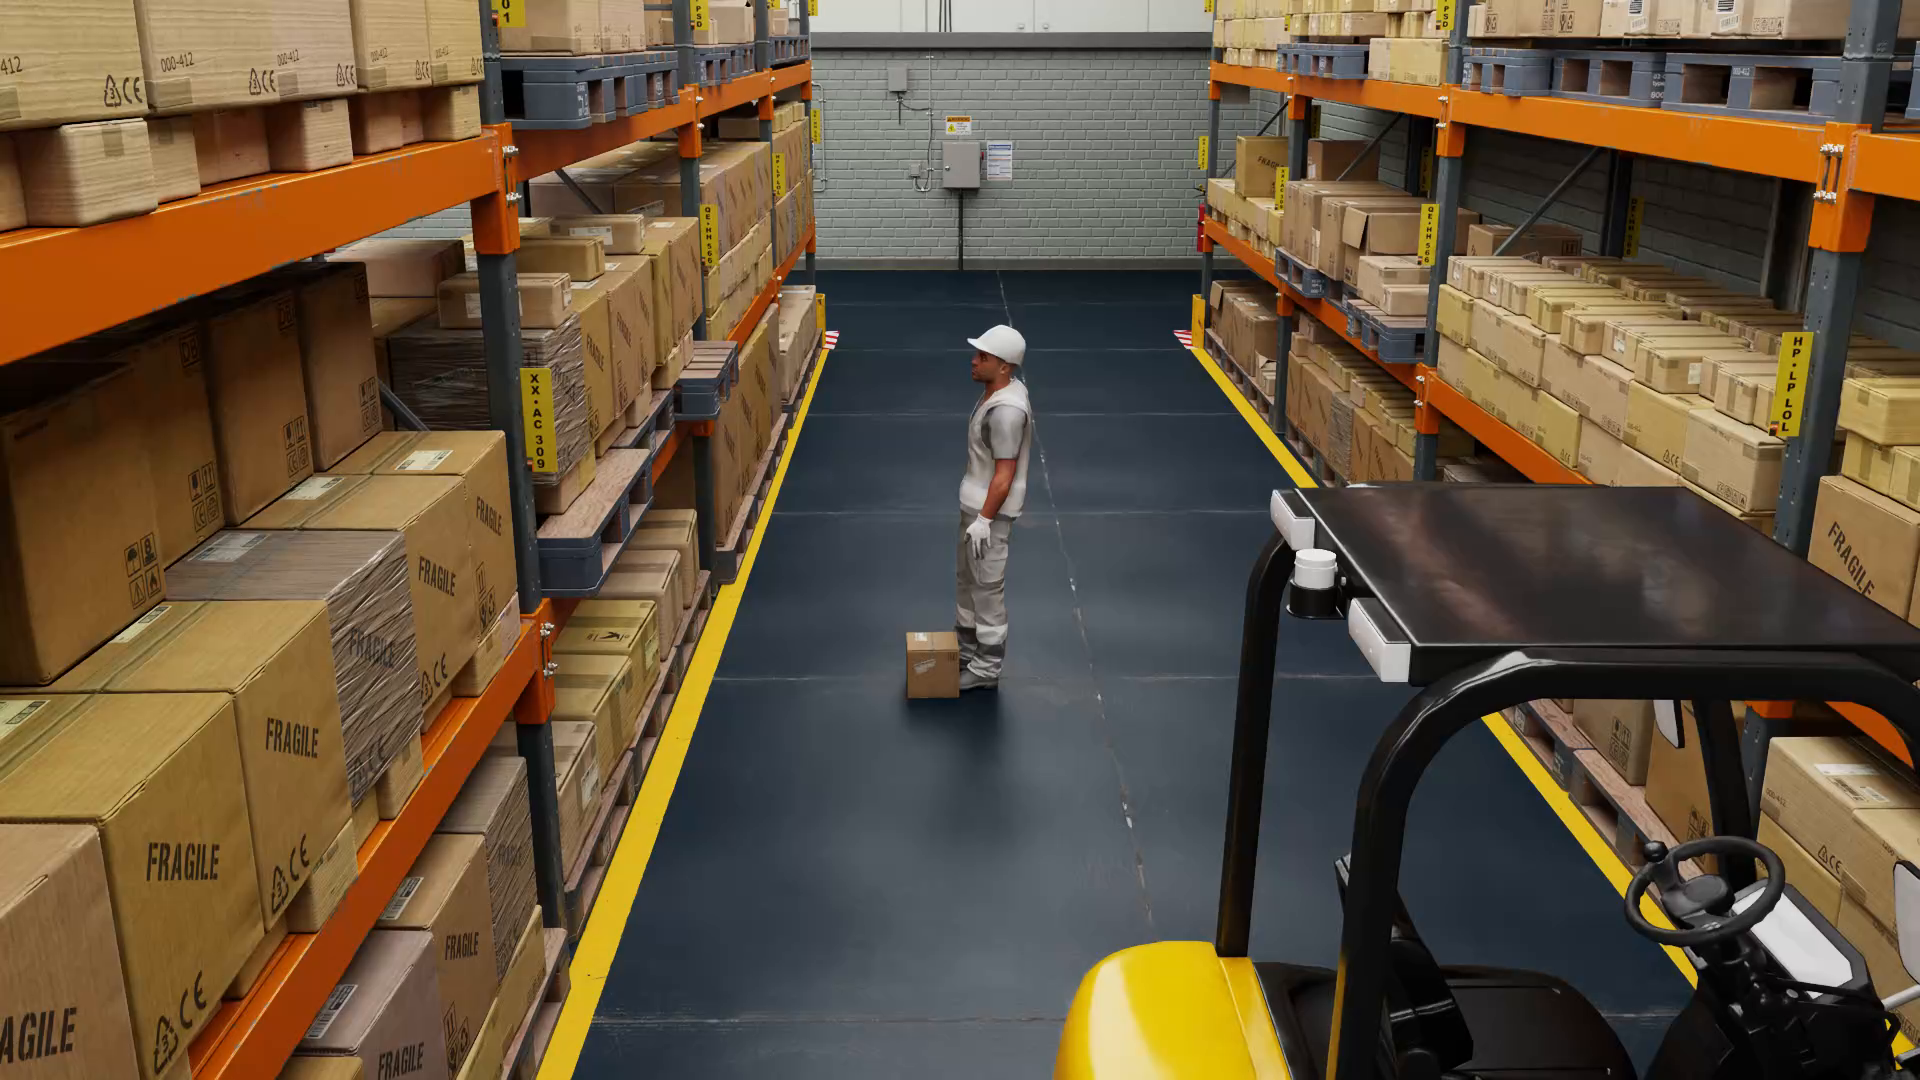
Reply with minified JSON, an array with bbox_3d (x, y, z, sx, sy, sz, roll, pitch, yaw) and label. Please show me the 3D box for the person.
[{"bbox_3d":[0.056,-0.144,7.943,0.562,1.790,0.637,0,17,-1],"label":"person"}]
